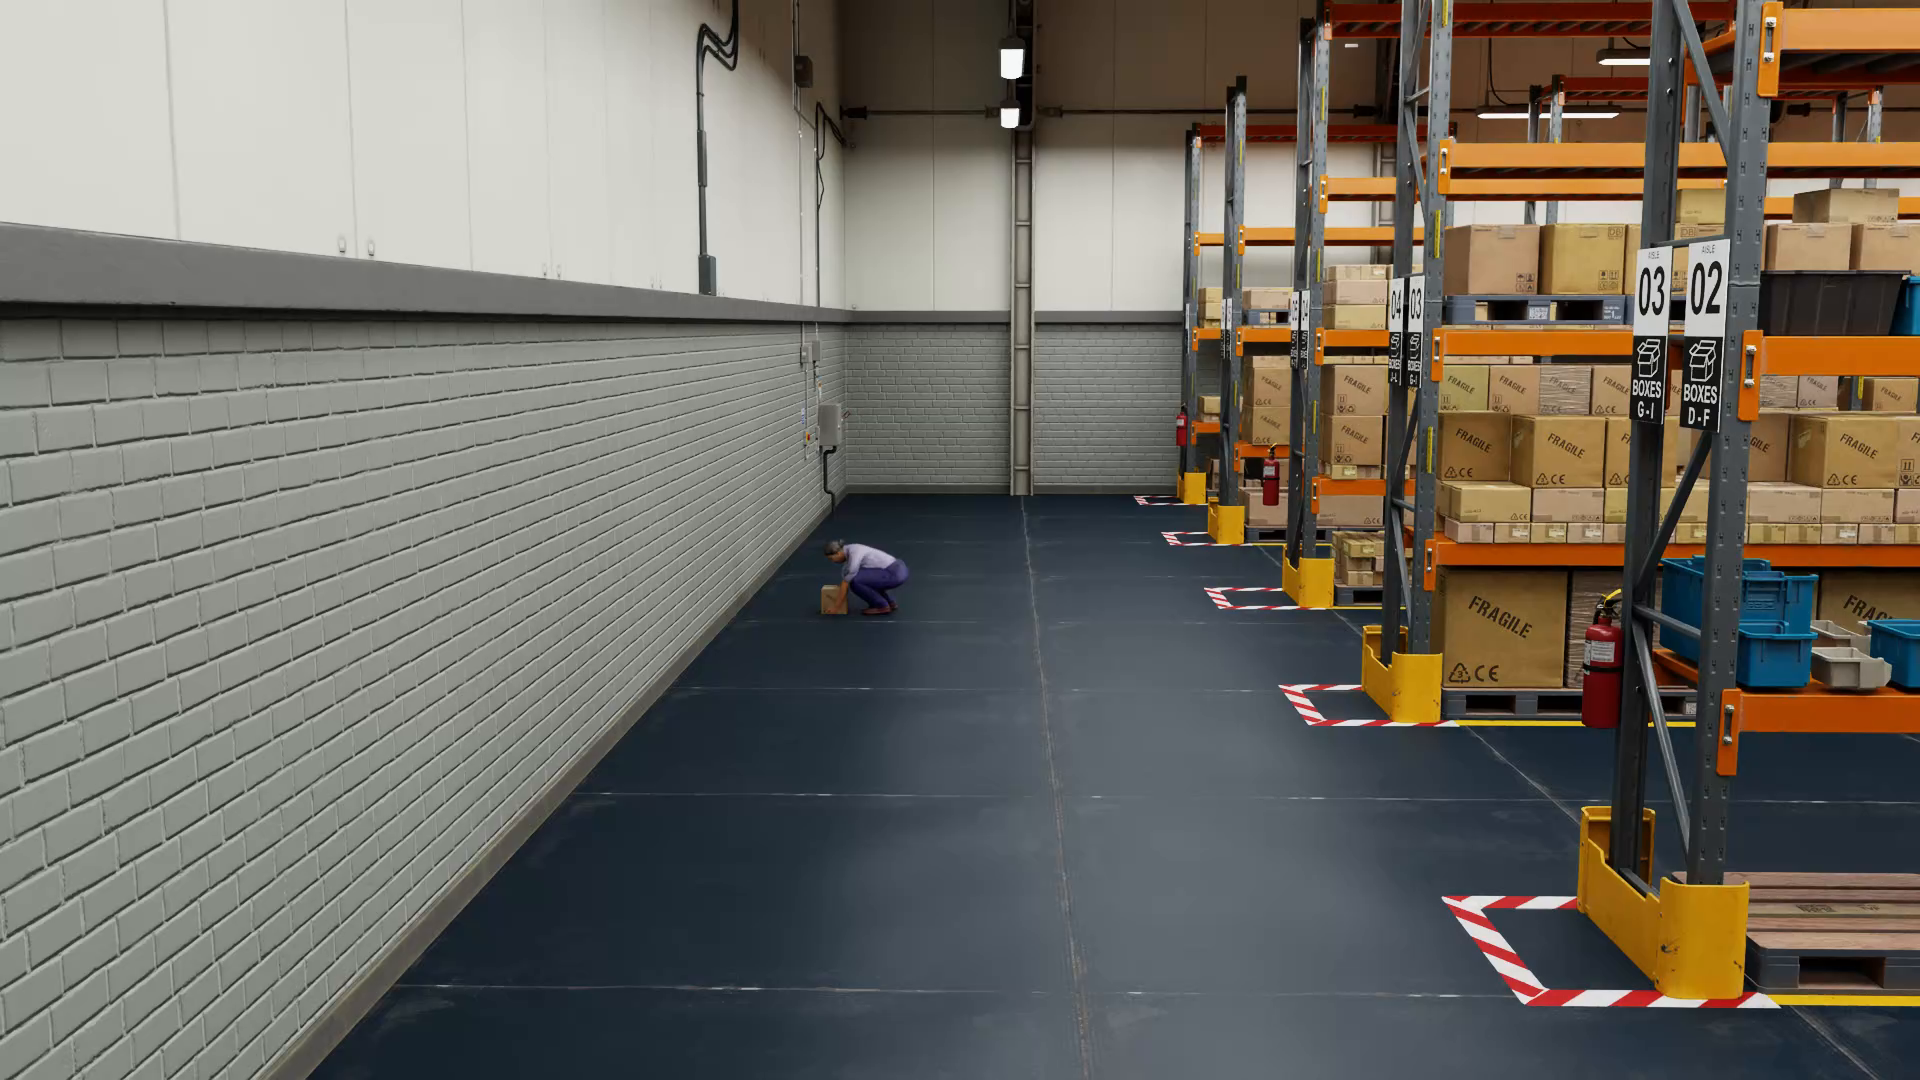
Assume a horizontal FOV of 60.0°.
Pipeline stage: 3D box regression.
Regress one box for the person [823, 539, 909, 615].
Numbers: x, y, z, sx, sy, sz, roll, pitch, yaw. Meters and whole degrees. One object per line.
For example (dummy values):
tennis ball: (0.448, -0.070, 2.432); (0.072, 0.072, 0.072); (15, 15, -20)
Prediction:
person: (-0.934, 0.392, 16.635); (0.848, 0.816, 0.513); (0, 7, 1)
